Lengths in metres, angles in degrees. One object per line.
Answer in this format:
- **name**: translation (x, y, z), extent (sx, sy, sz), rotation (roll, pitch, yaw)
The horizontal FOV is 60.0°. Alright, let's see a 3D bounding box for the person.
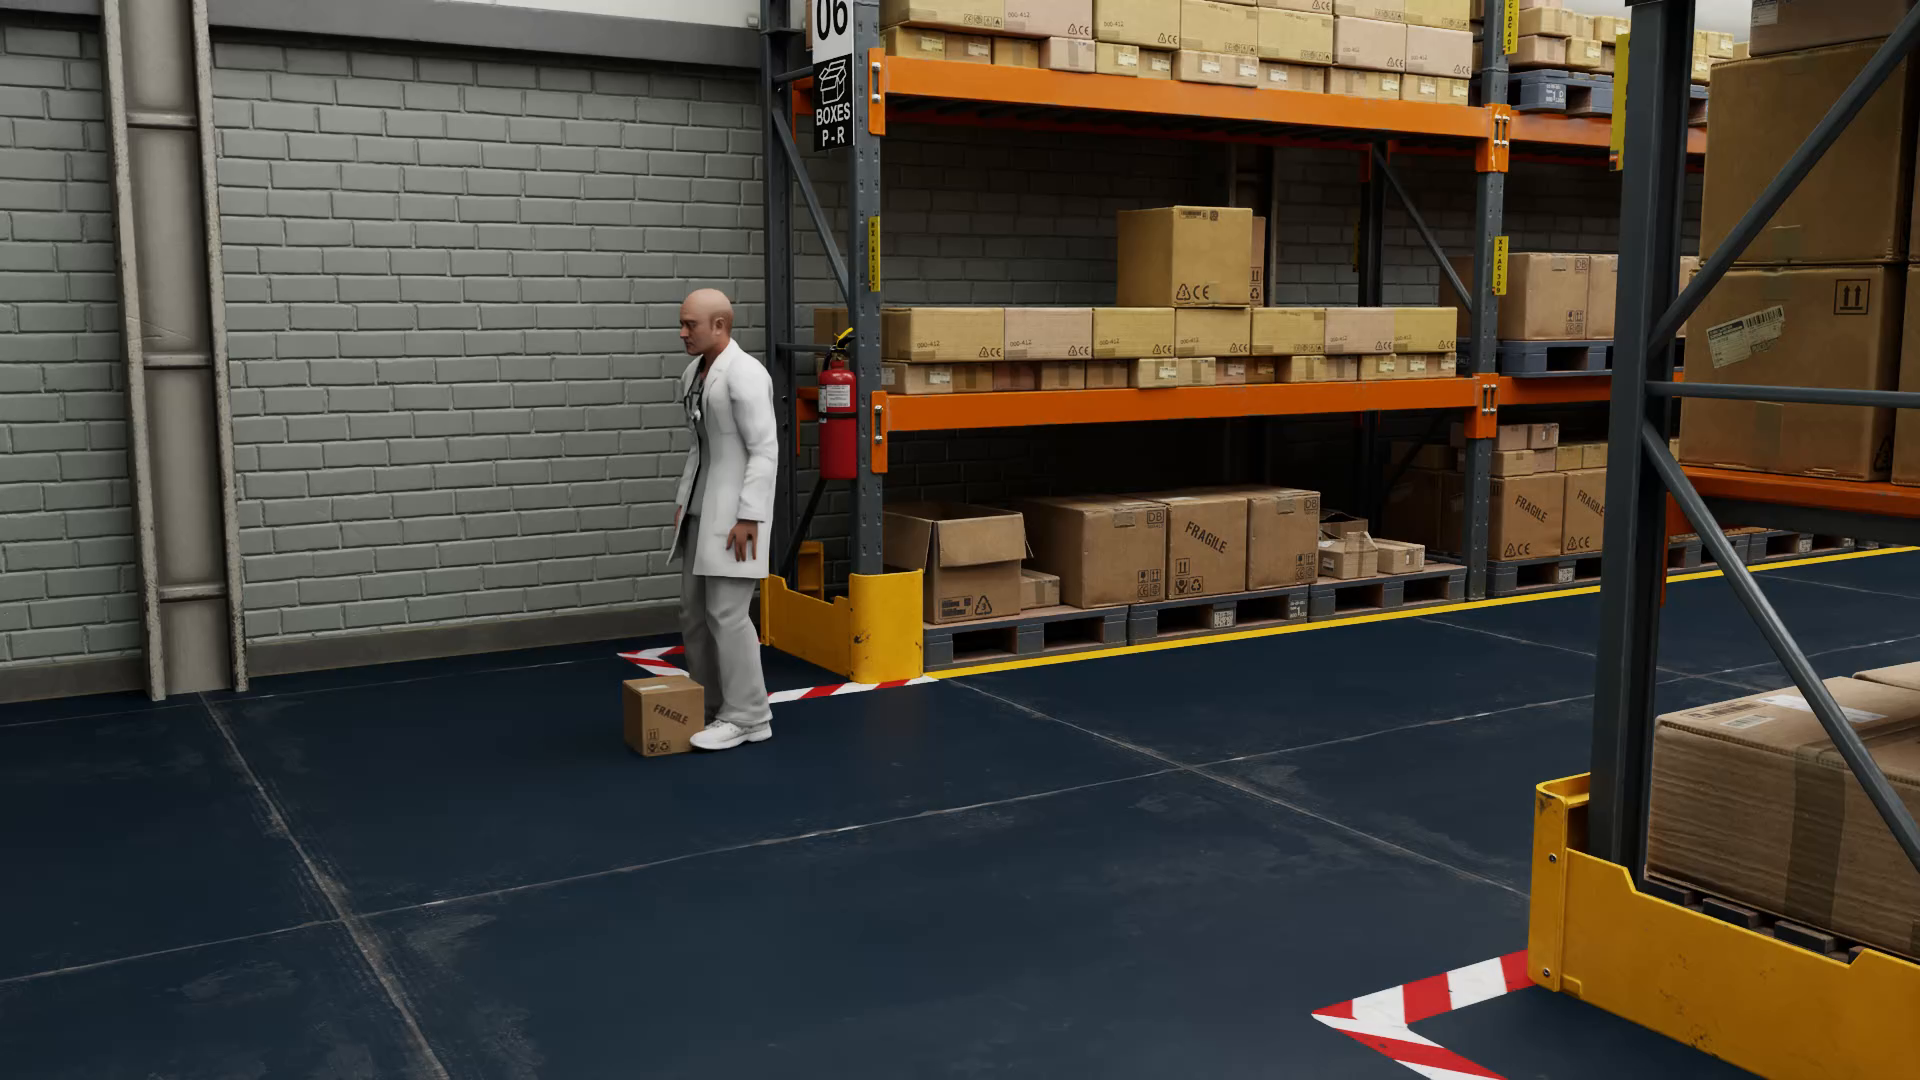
- **person**: translation (-0.941, -0.090, 6.519), extent (0.428, 1.772, 0.638), rotation (-5, 10, -33)
